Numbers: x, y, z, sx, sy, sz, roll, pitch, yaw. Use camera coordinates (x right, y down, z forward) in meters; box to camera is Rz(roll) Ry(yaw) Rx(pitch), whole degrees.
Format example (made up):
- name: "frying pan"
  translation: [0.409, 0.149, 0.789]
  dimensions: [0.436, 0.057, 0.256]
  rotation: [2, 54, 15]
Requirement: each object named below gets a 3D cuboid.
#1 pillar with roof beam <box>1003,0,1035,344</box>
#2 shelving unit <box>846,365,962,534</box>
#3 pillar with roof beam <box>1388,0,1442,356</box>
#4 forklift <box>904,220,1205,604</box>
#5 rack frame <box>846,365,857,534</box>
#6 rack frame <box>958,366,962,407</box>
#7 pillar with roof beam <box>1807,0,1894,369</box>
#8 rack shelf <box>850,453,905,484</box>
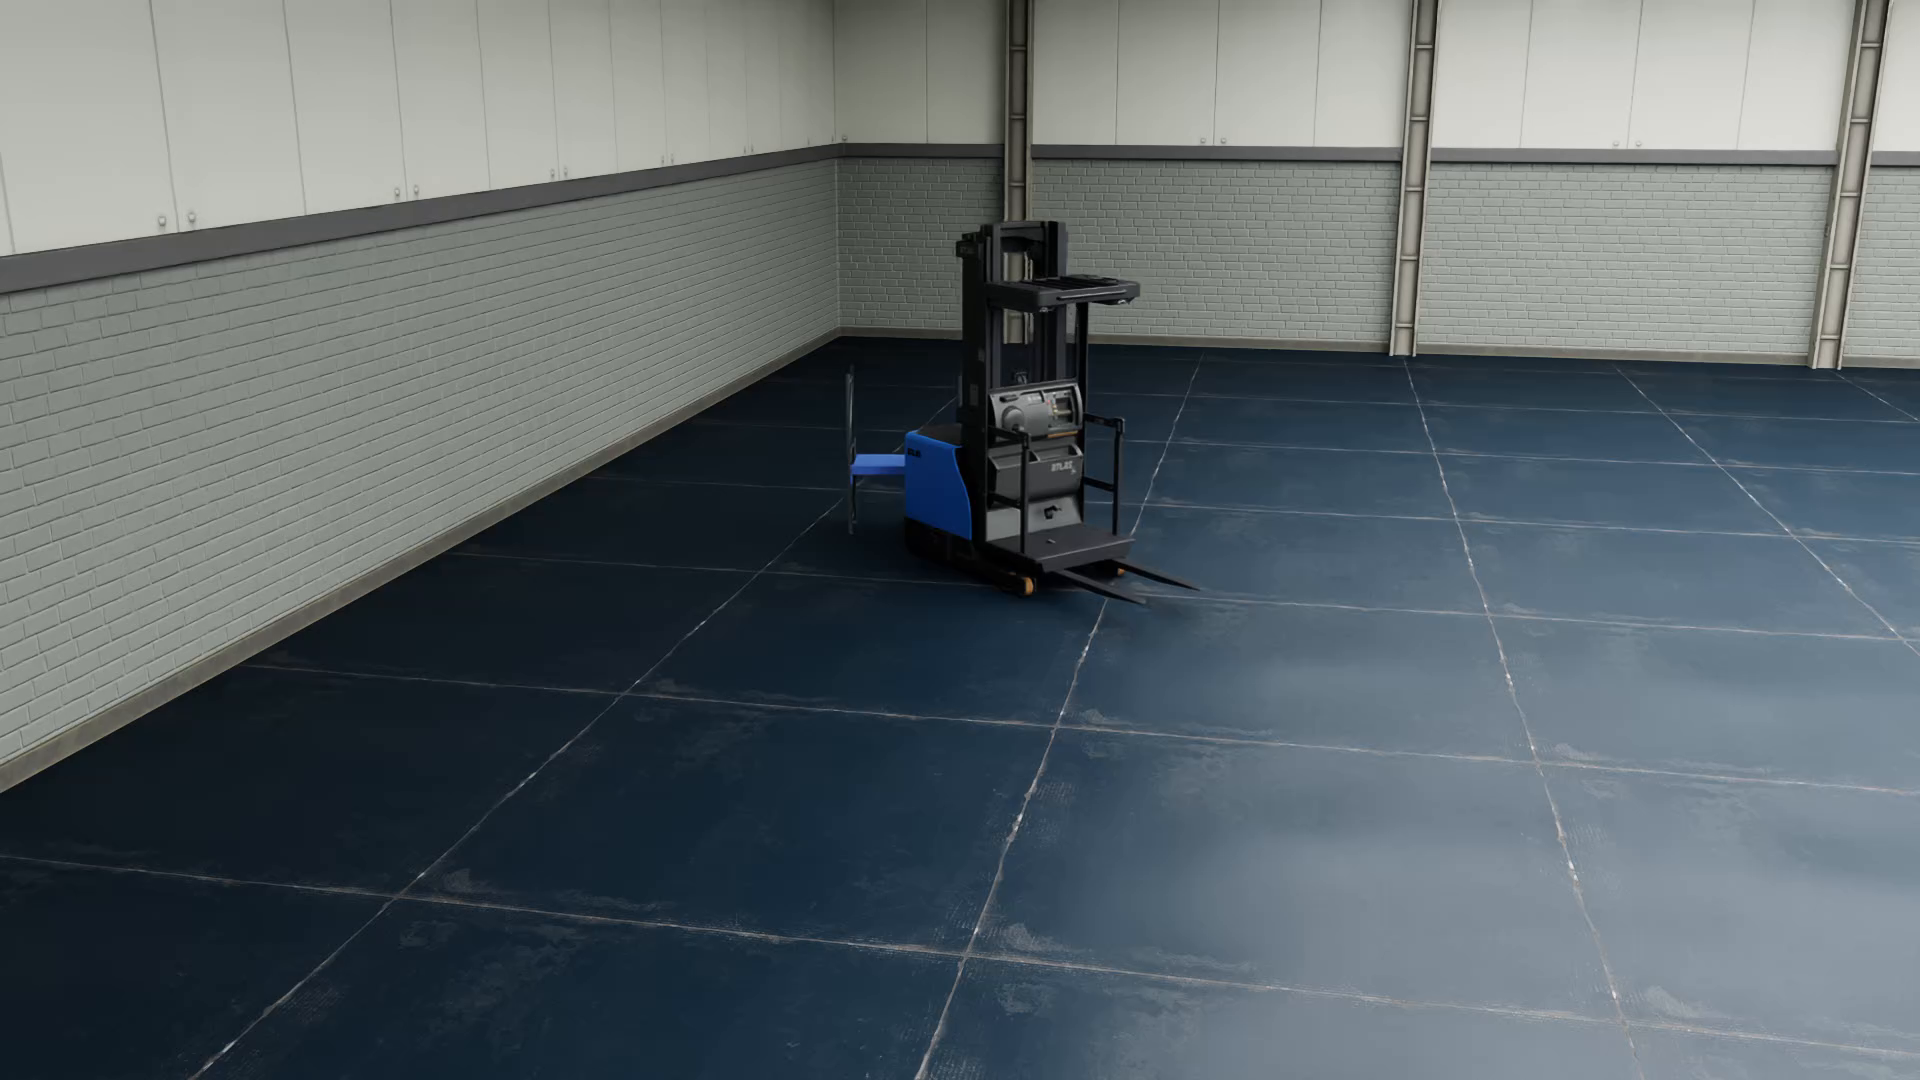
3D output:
- name: "pillar with roof beam"
  translation: [0.056, -6.384, 21.441]
  dimensions: [0.400, 9.000, 9.100]
  rotation: [3, 16, 11]
- name: "shelving unit"
  translation: [-0.504, -0.839, 15.471]
  dimensions: [1.048, 1.500, 0.538]
  rotation: [0, 15, 1]
- name: "pillar with roof beam"
  translation: [5.936, -6.065, 20.289]
  dimensions: [0.400, 9.000, 9.100]
  rotation: [3, 16, 11]
- name: "forklift"
  translation: [0.765, -1.095, 13.712]
  dimensions: [1.130, 2.935, 3.031]
  rotation: [-11, 19, -34]
- name: "rack frame"
  translation: [-1.012, -0.842, 15.481]
  dimensions: [0.032, 1.500, 0.500]
  rotation: [0, 15, 1]
- name: "rack frame"
  translation: [0.004, -0.836, 15.460]
  dimensions: [0.032, 1.500, 0.500]
  rotation: [0, 15, 1]
- name: "pillar with roof beam"
  translation: [11.816, -5.746, 19.137]
  dimensions: [0.400, 9.000, 9.100]
  rotation: [3, 16, 11]
- name: "rack shelf"
  translation: [-0.504, -0.666, 15.519]
  dimensions: [1.000, 0.185, 0.538]
  rotation: [0, 15, 1]
